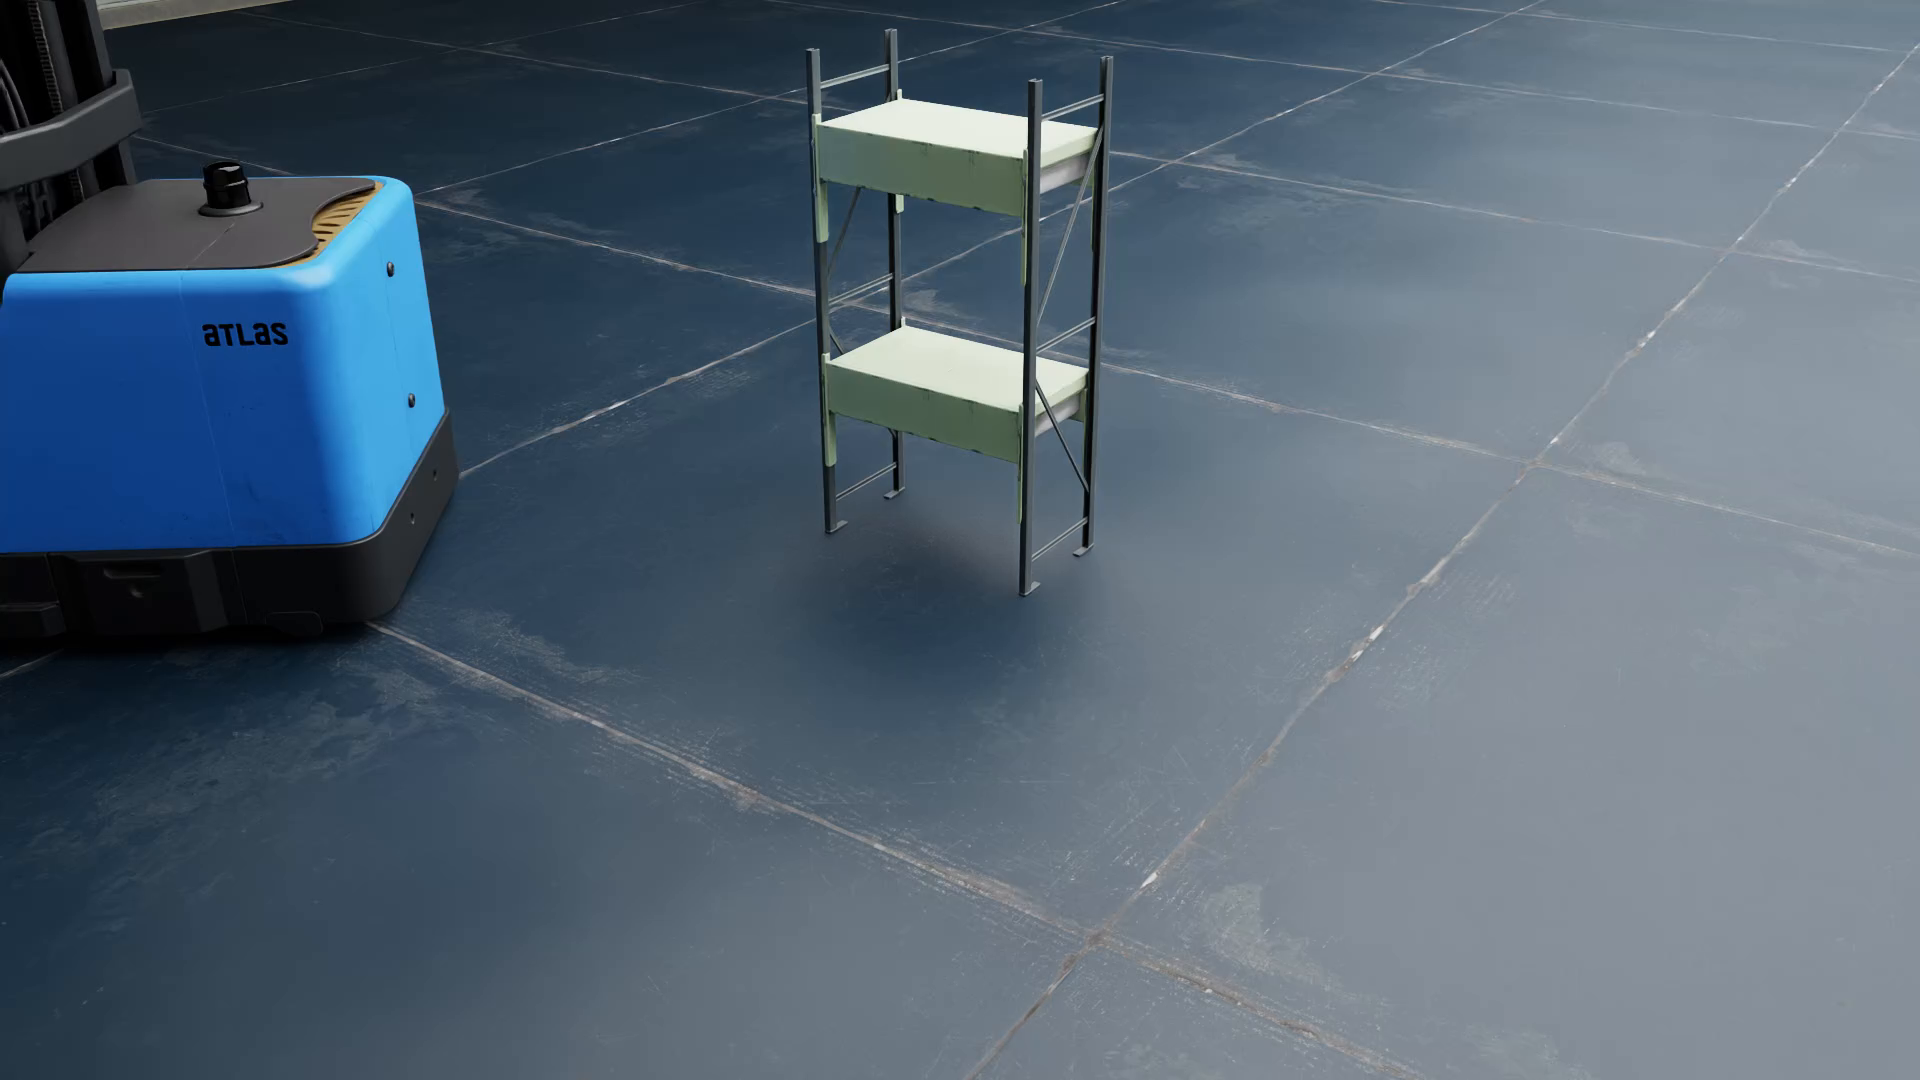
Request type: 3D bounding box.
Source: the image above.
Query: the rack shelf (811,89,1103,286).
[{"bbox_3d":[-0.006,-1.018,4.736,0.720,0.370,0.431,17,32,30],"label":"rack shelf"}]

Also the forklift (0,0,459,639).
[{"bbox_3d":[-3.140,-1.211,4.398,3.031,2.935,1.130,-2,27,-3],"label":"forklift"}]

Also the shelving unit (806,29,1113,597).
[{"bbox_3d":[-0.006,-0.670,4.913,0.755,1.500,0.431,17,32,30],"label":"shelving unit"}]

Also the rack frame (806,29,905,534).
[{"bbox_3d":[-0.307,-0.764,5.098,0.023,1.500,0.400,17,32,30],"label":"rack frame"}]

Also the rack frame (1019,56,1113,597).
[{"bbox_3d":[0.296,-0.576,4.729,0.023,1.500,0.400,17,32,30],"label":"rack frame"}]

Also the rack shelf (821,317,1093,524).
[{"bbox_3d":[-0.006,-0.380,5.061,0.720,0.370,0.431,17,32,30],"label":"rack shelf"}]
